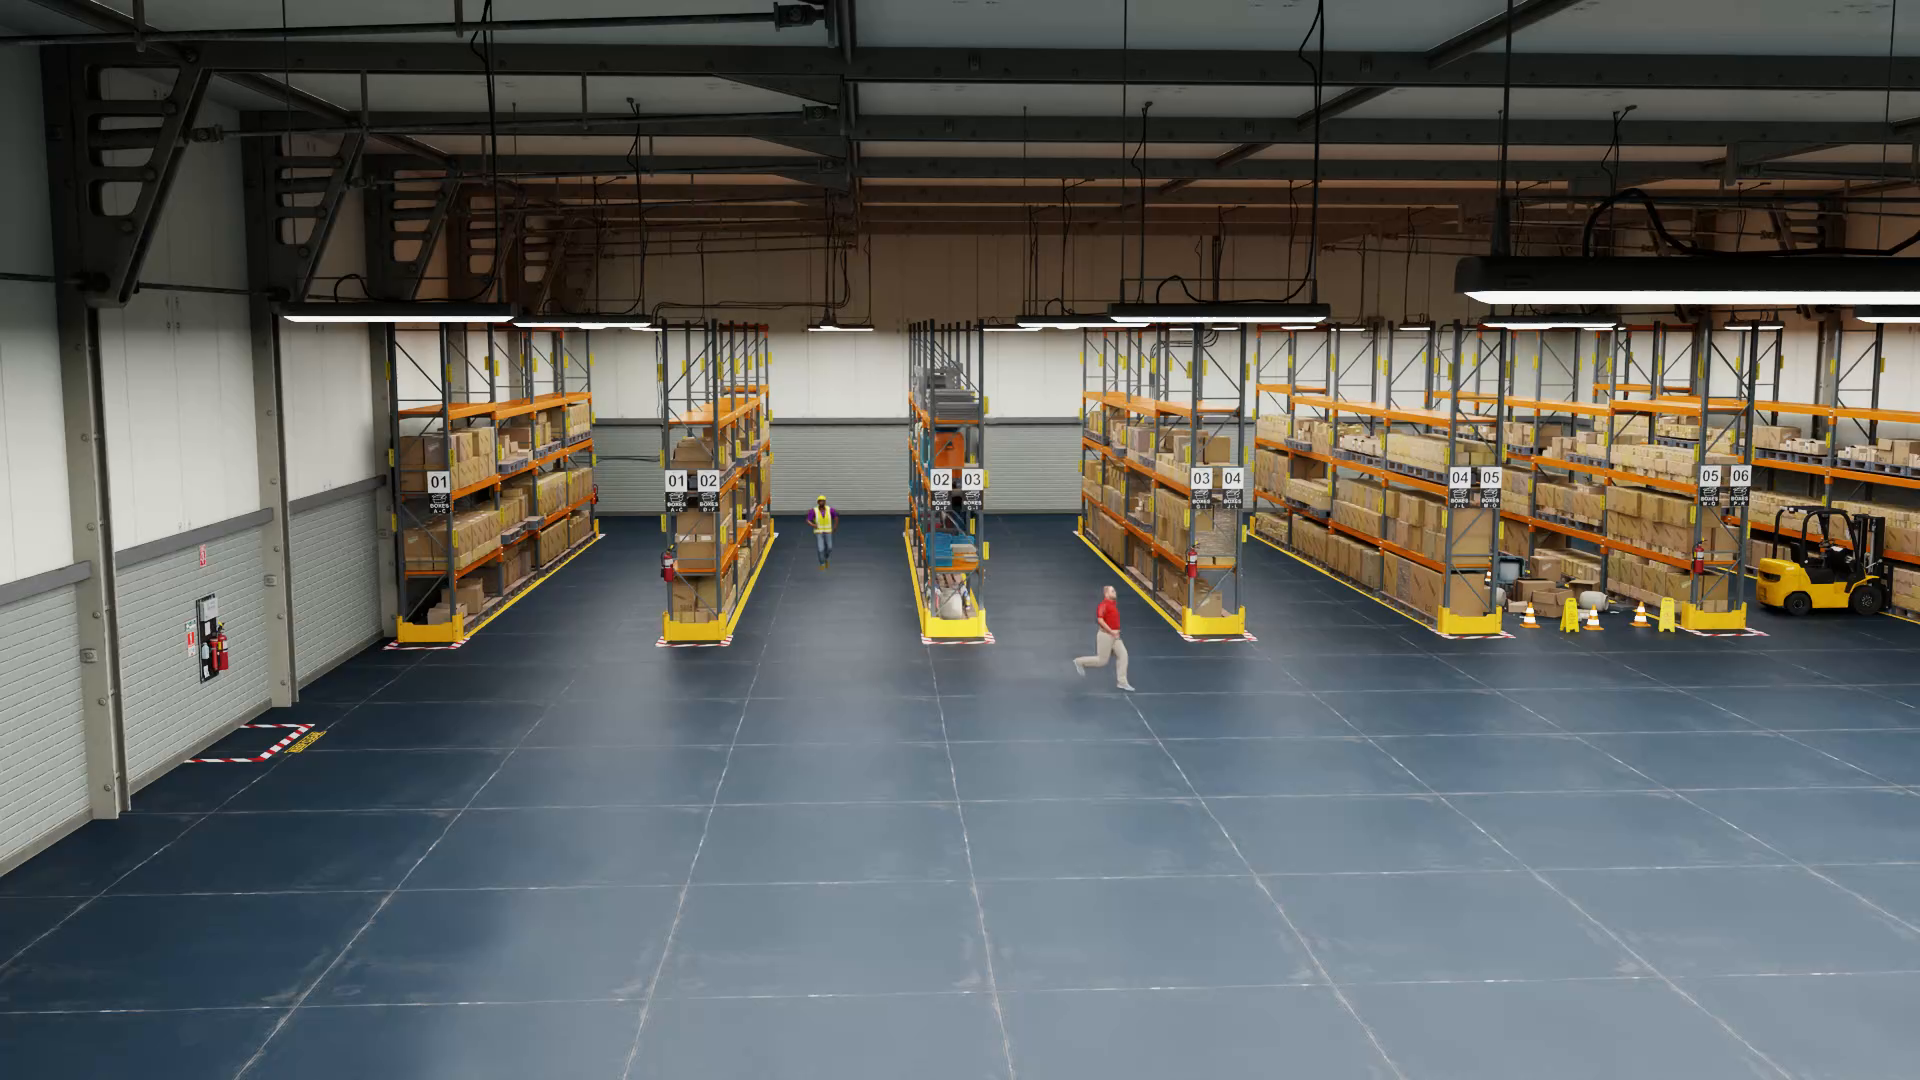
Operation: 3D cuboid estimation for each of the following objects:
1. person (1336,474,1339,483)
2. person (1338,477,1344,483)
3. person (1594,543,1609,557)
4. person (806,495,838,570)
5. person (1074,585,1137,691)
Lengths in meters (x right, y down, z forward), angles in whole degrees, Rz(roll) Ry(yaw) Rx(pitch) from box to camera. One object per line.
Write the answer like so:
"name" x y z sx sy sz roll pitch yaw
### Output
"person" 11.247 -1.195 49.902 0.505 1.546 0.538 -4 8 -26
"person" 10.826 -0.924 47.147 0.613 1.694 0.862 -3 8 -22
"person" 15.923 -0.147 41.013 0.582 1.622 0.667 -1 7 -5
"person" -3.164 -0.163 38.441 0.770 1.736 0.494 -2 7 -16
"person" 2.368 1.588 26.945 1.024 1.719 0.642 3 8 26
